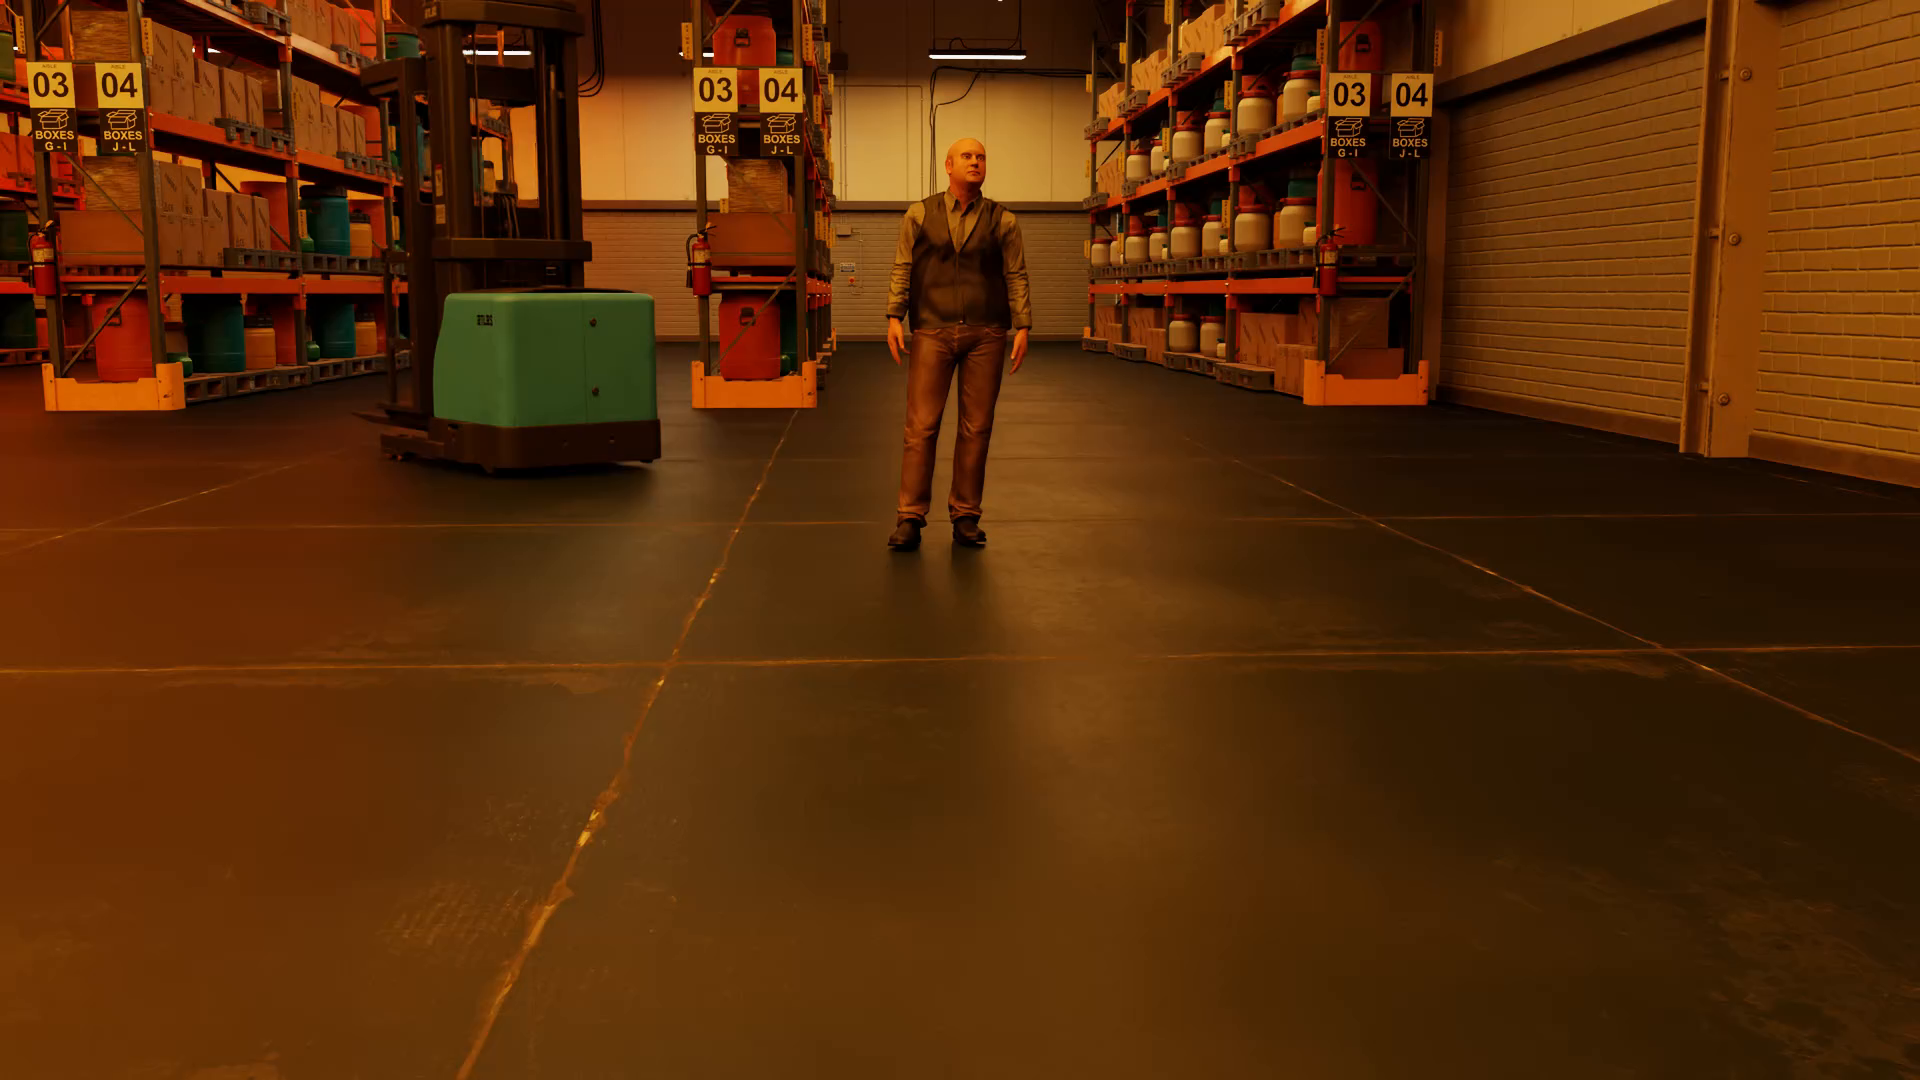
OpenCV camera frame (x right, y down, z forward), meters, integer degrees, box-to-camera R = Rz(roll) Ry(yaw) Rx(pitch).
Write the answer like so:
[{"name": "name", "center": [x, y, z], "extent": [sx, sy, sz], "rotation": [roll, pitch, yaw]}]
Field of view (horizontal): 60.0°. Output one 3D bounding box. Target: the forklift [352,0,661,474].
[{"name": "forklift", "center": [-3.156, -2.003, 10.820], "extent": [1.130, 2.935, 3.031], "rotation": [-7, 11, -39]}]

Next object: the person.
[{"name": "person", "center": [-0.003, -0.850, 7.120], "extent": [0.634, 1.722, 0.566], "rotation": [-1, 8, -4]}]
